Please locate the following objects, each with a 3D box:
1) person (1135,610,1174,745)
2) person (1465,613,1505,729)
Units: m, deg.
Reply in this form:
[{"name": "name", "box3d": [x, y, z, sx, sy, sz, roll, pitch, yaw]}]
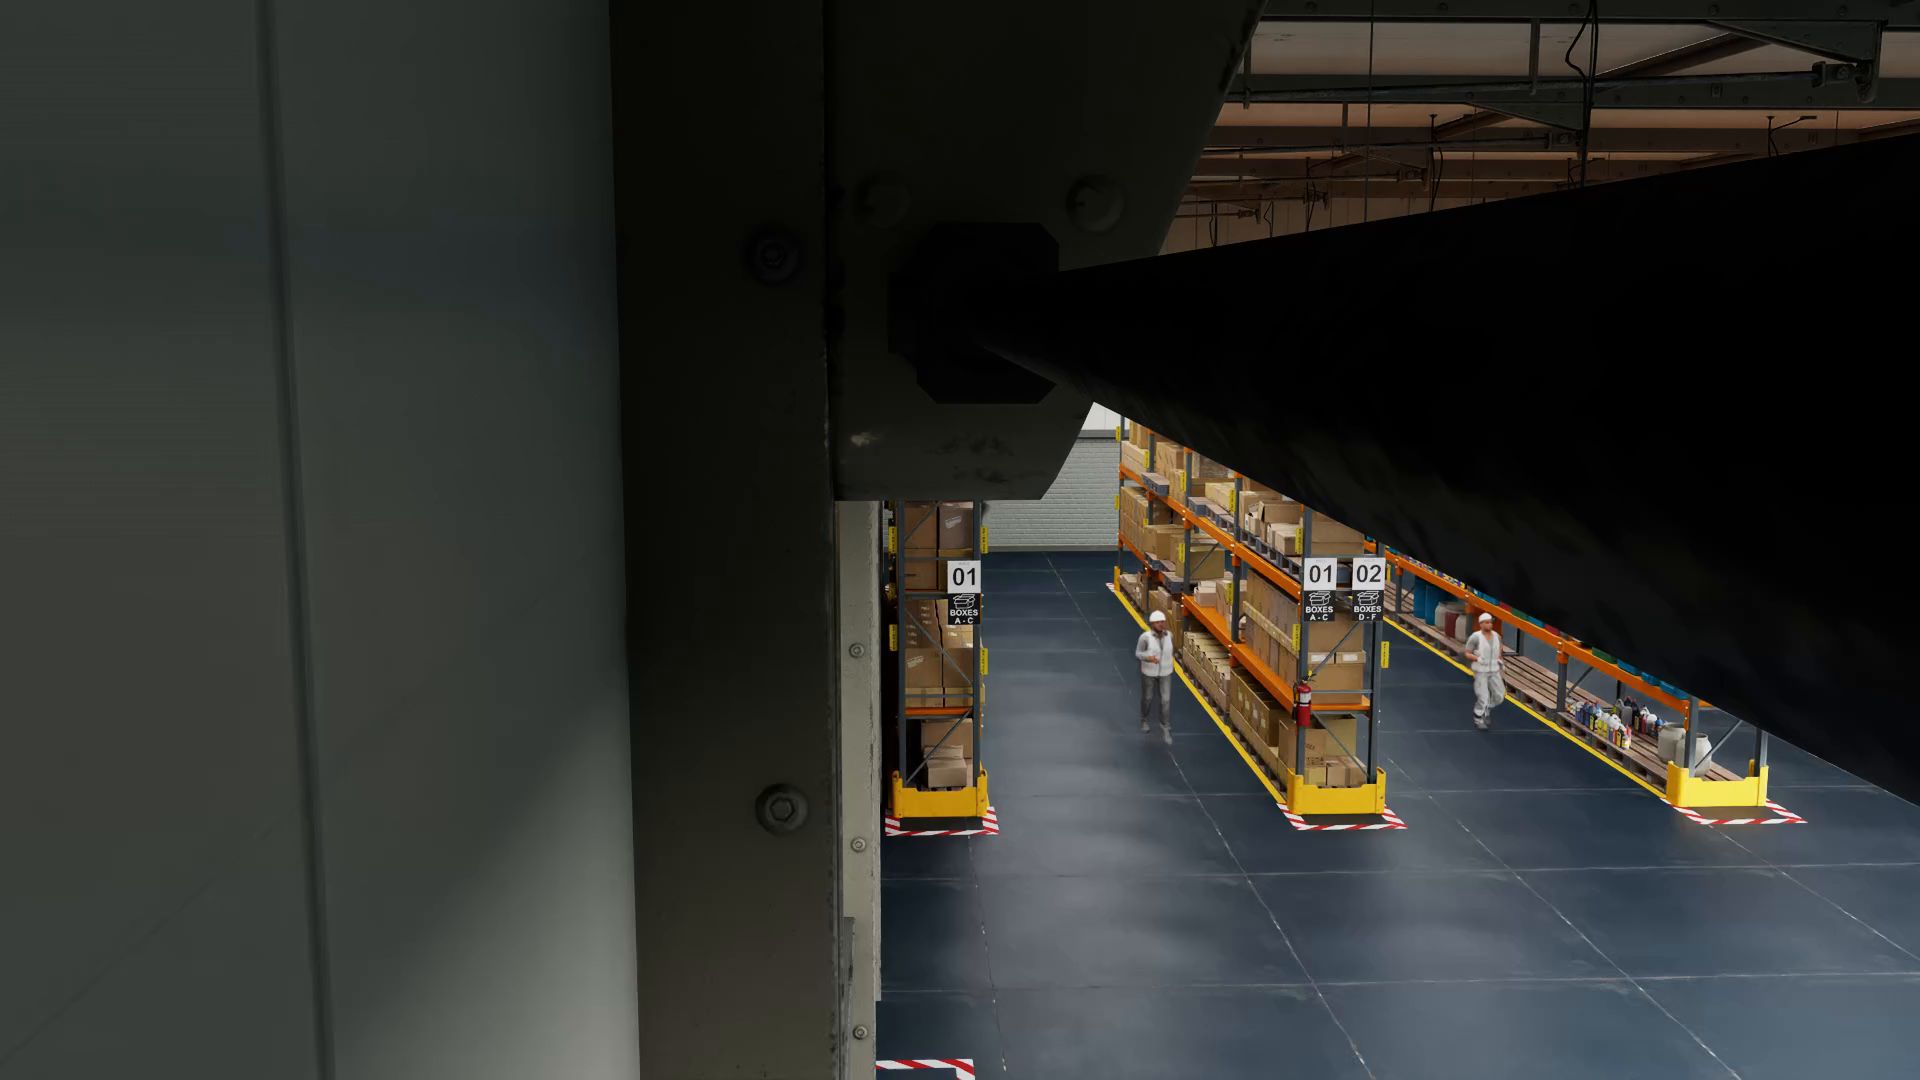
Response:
[{"name": "person", "box3d": [2.713, 1.864, 23.074, 0.610, 1.820, 0.850, -1, 8, -6]}, {"name": "person", "box3d": [7.771, 1.947, 24.454, 0.644, 1.741, 0.578, -2, 8, -11]}]
